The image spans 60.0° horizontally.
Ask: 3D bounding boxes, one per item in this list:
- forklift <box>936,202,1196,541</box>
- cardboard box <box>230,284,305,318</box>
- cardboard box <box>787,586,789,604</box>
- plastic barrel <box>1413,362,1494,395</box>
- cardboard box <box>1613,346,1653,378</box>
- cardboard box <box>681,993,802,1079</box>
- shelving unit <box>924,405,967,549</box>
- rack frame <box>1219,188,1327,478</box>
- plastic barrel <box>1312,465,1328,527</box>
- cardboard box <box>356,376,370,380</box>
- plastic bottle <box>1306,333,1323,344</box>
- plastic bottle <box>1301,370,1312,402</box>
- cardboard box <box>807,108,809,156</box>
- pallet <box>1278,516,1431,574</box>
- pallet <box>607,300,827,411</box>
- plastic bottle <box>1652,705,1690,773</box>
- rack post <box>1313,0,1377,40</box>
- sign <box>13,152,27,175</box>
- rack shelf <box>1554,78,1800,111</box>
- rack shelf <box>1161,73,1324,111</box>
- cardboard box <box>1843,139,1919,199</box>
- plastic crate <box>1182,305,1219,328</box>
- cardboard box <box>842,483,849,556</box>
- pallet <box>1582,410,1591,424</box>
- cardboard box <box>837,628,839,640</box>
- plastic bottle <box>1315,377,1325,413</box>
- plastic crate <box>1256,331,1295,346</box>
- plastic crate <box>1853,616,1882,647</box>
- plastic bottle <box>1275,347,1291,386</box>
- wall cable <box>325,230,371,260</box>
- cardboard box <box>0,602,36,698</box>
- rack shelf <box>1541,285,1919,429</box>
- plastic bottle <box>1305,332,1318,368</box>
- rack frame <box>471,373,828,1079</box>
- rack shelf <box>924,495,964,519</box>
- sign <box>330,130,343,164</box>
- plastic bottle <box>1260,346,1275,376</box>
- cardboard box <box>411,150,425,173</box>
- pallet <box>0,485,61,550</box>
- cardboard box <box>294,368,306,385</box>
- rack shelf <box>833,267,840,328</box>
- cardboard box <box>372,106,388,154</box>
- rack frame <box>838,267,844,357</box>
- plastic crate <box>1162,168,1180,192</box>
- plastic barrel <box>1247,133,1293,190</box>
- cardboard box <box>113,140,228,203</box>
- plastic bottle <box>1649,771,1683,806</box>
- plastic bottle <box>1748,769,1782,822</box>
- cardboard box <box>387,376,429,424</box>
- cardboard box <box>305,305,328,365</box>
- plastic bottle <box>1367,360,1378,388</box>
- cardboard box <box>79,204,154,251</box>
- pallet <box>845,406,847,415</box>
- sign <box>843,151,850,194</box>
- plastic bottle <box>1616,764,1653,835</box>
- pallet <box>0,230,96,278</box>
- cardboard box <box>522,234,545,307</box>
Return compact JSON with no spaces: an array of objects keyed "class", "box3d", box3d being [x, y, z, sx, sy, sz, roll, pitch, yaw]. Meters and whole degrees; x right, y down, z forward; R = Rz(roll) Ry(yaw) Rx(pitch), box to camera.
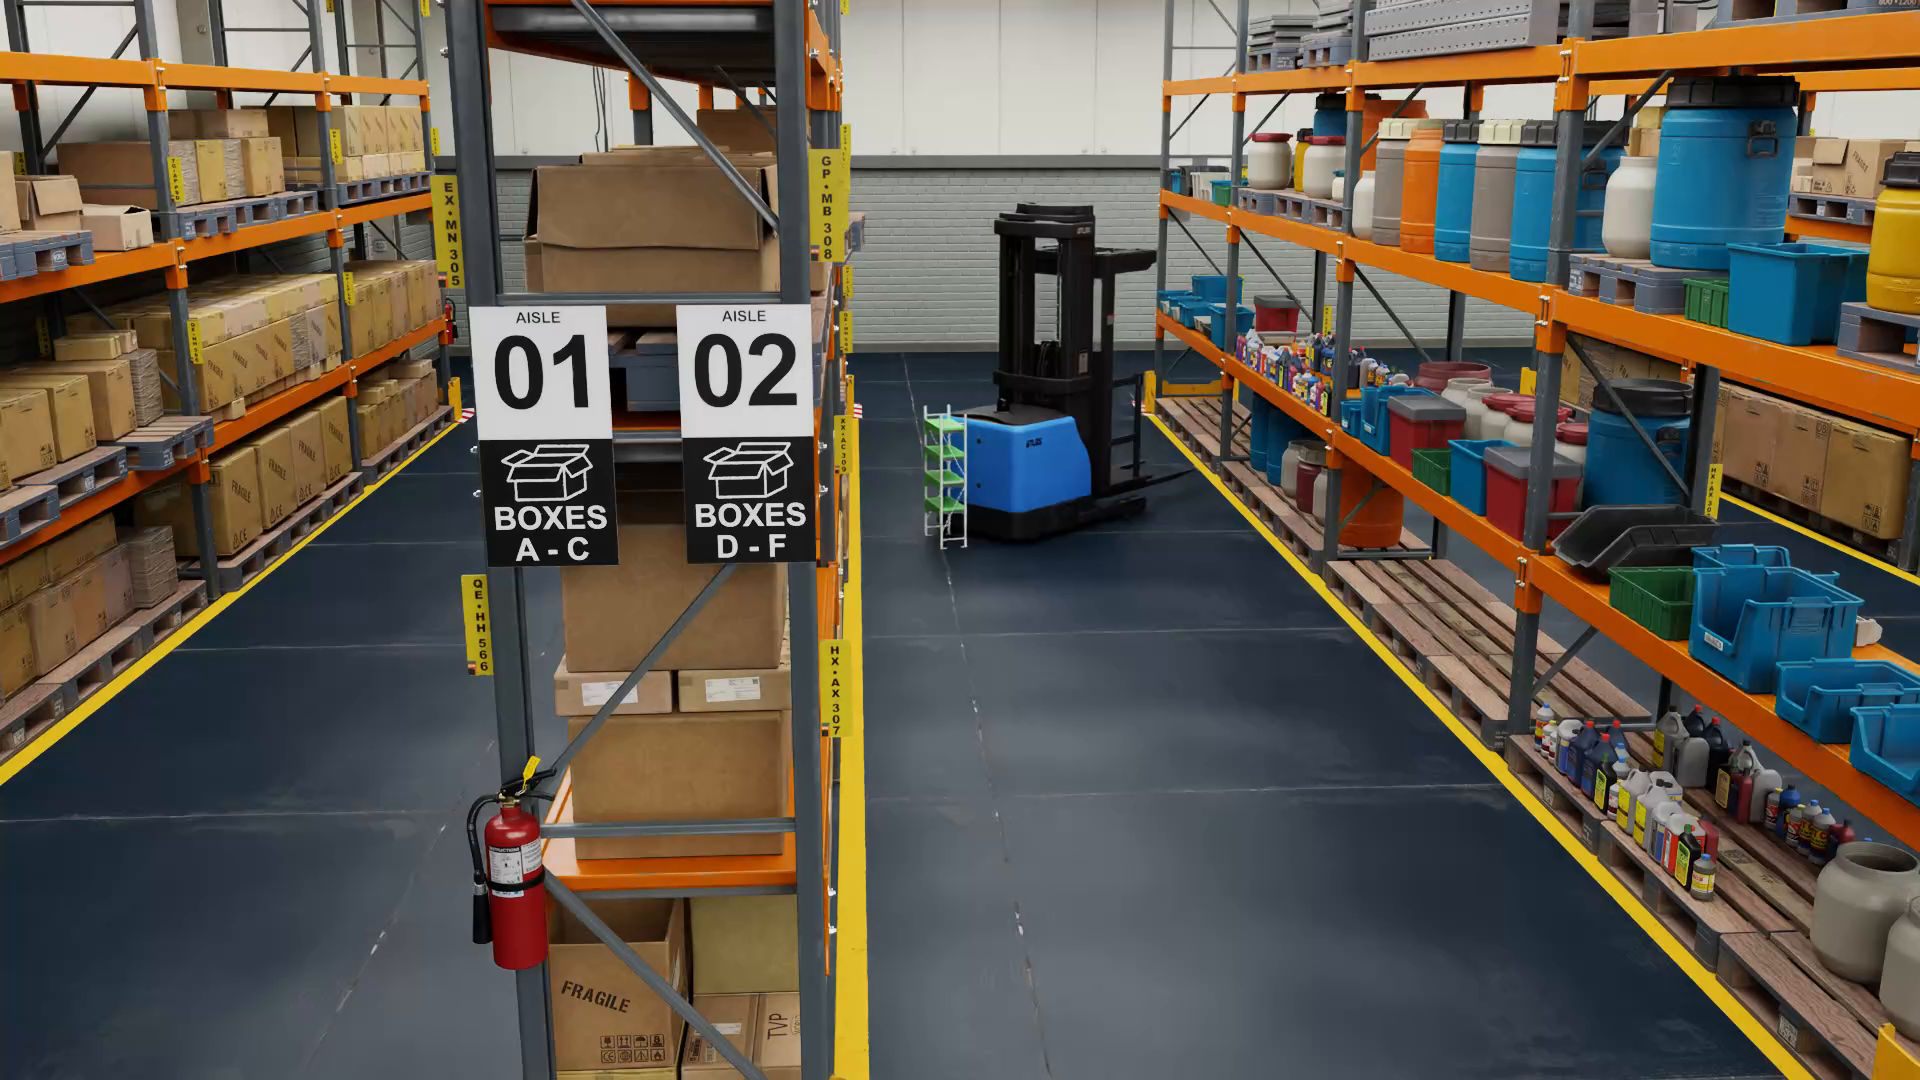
[{"class":"forklift","box3d":[1.144,-1.711,15.795,1.130,2.935,3.031,13,19,41]},{"class":"cardboard box","box3d":[-6.297,-2.169,15.096,0.500,0.250,0.500,-1,14,-2]},{"class":"cardboard box","box3d":[-0.803,0.283,6.406,0.380,0.149,0.250,-1,14,-4]},{"class":"plastic barrel","box3d":[3.833,-1.084,12.946,0.600,0.536,0.708,-1,14,-3]},{"class":"cardboard box","box3d":[8.180,-1.764,19.282,0.875,0.875,0.875,-1,14,-3]},{"class":"cardboard box","box3d":[-0.758,1.928,6.189,0.500,0.250,0.500,-1,14,-3]},{"class":"shelving unit","box3d":[-0.133,-0.566,14.817,0.258,1.200,0.503,-5,15,-17]},{"class":"rack frame","box3d":[3.254,-2.123,17.260,1.000,3.000,0.127,-1,14,-3]},{"class":"plastic barrel","box3d":[3.330,-0.388,14.663,0.421,0.512,0.421,0,14,0]},{"class":"cardboard box","box3d":[-6.851,-1.749,18.678,0.380,0.149,0.250,-1,14,-4]},{"class":"plastic bottle","box3d":[3.601,-1.970,16.914,0.152,0.276,0.135,-1,14,-3]},{"class":"plastic bottle","box3d":[3.023,-1.344,14.487,0.097,0.271,0.097,0,14,0]},{"class":"cardboard box","box3d":[-1.527,-3.401,13.997,0.500,0.500,0.500,-1,14,-3]},{"class":"pallet","box3d":[3.411,0.026,14.500,1.003,0.211,1.213,-1,14,-3]},{"class":"pallet","box3d":[-0.965,-0.650,5.689,1.003,0.211,1.213,-1,14,-3]},{"class":"plastic bottle","box3d":[3.933,1.094,9.188,0.144,0.351,0.185,-1,14,-3]},{"class":"rack post","box3d":[3.416,-4.177,13.353,0.954,0.300,0.937,-1,14,-3]},{"class":"sign","box3d":[-6.941,-2.711,12.325,0.100,0.325,0.005,-1,14,-3]},{"class":"rack shelf","box3d":[8.073,-5.061,18.882,1.077,0.370,4.000,-1,14,-3]},{"class":"rack shelf","box3d":[3.130,-4.984,18.585,1.077,0.370,4.000,-1,14,-3]},{"class":"cardboard box","box3d":[8.194,-3.274,14.666,0.500,0.500,0.500,0,14,0]},{"class":"plastic crate","box3d":[2.793,-2.598,19.318,0.416,0.233,0.300,-1,14,-3]},{"class":"cardboard box","box3d":[-1.186,-0.173,13.813,0.500,0.500,0.500,0,14,-1]},{"class":"pallet","box3d":[8.149,-1.344,19.826,1.003,0.211,1.213,-1,14,-3]},{"class":"cardboard box","box3d":[-0.972,0.692,9.868,0.500,0.311,0.500,-1,14,-3]},{"class":"plastic bottle","box3d":[3.036,-1.224,13.996,0.061,0.283,0.133,-1,14,-3]},{"class":"plastic crate","box3d":[3.367,-2.143,17.743,0.396,0.136,0.243,-1,14,-3]},{"class":"plastic crate","box3d":[4.103,0.394,8.005,0.530,0.136,0.437,-1,14,-3]},{"class":"plastic bottle","box3d":[2.992,-1.602,15.334,0.144,0.351,0.185,-1,14,-3]},{"class":"wall cable","box3d":[-7.906,-3.761,21.586,0.084,1.984,1.851,-1,14,-3]},{"class":"cardboard box","box3d":[-6.283,0.706,10.396,0.700,0.500,0.500,-1,14,-5]},{"class":"rack shelf","box3d":[3.873,-0.741,7.310,1.077,0.370,4.000,-1,14,-3]},{"class":"plastic bottle","box3d":[3.493,-1.874,16.388,0.144,0.351,0.185,-1,14,-3]},{"class":"rack frame","box3d":[-0.947,0.936,5.367,1.000,3.000,0.127,-1,14,-3]},{"class":"rack shelf","box3d":[-0.133,-0.271,14.893,0.258,0.148,0.480,-5,15,-17]},{"class":"sign","box3d":[-6.093,-3.837,16.230,0.100,0.325,0.005,-1,14,-3]},{"class":"plastic bottle","box3d":[2.959,-1.712,15.910,0.152,0.276,0.135,-1,14,-3]},{"class":"cardboard box","box3d":[-6.572,-4.419,19.420,0.500,0.250,0.500,0,14,-2]},{"class":"pallet","box3d":[-6.041,-0.080,9.704,1.003,0.211,1.213,-1,14,-3]},{"class":"cardboard box","box3d":[-6.297,-1.525,15.397,0.380,0.149,0.250,-1,14,-3]},{"class":"rack shelf","box3d":[-1.319,-1.660,10.882,1.077,0.370,4.000,-1,14,-3]},{"class":"cardboard box","box3d":[-6.473,-4.398,17.831,0.500,0.500,0.500,-1,14,-3]},{"class":"rack frame","box3d":[-1.691,-2.048,16.966,1.000,3.000,0.127,-1,14,-3]},{"class":"plastic crate","box3d":[2.751,-4.408,20.380,0.497,0.269,0.590,-1,14,-3]},{"class":"plastic barrel","box3d":[3.036,-3.711,16.293,0.433,0.535,0.433,0,14,0]},{"class":"cardboard box","box3d":[-6.581,-3.078,13.868,0.700,0.500,0.500,0,14,-1]},{"class":"plastic bottle","box3d":[3.569,1.323,8.446,0.152,0.276,0.135,-1,14,-3]},{"class":"plastic bottle","box3d":[4.115,1.296,8.551,0.152,0.276,0.135,-1,14,-2]},{"class":"cardboard box","box3d":[-6.708,-1.661,19.636,0.700,0.500,0.500,-1,14,-4]},{"class":"cardboard box","box3d":[-6.313,-1.935,15.690,0.500,0.500,0.500,-1,14,-3]},{"class":"plastic bottle","box3d":[3.746,-1.495,15.077,0.097,0.271,0.097,0,14,0]},{"class":"cardboard box","box3d":[-6.073,-2.220,11.754,0.500,0.311,0.500,-1,14,-3]},{"class":"pallet","box3d":[-1.883,-1.475,20.336,1.003,0.211,1.213,-1,14,-3]},{"class":"sign","box3d":[-0.888,-2.801,12.677,0.100,0.325,0.005,-1,14,-3]},{"class":"plastic bottle","box3d":[3.423,1.296,8.404,0.144,0.351,0.185,-1,14,-4]},{"class":"pallet","box3d":[-6.138,-1.756,10.188,1.213,0.211,1.003,-1,14,-3]},{"class":"cardboard box","box3d":[-1.282,-0.997,6.039,0.500,0.250,0.500,-1,14,-3]}]
